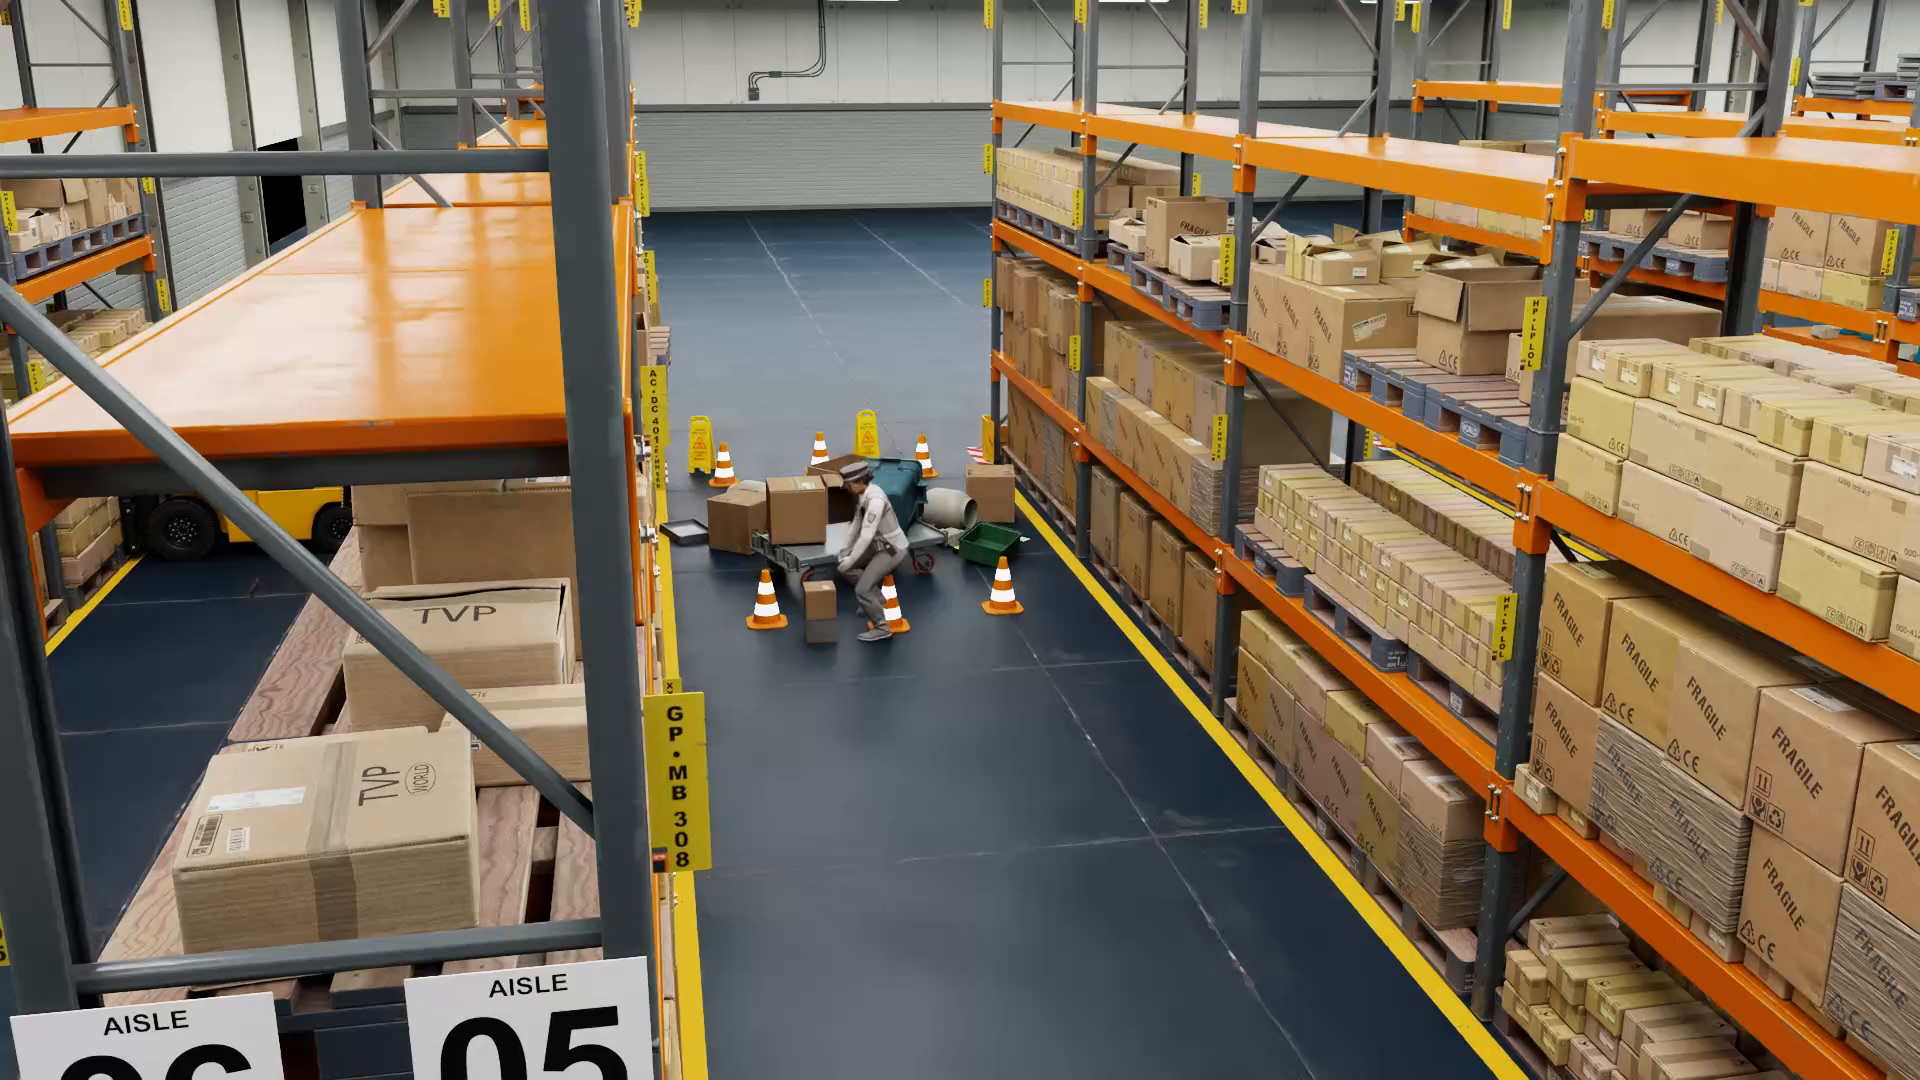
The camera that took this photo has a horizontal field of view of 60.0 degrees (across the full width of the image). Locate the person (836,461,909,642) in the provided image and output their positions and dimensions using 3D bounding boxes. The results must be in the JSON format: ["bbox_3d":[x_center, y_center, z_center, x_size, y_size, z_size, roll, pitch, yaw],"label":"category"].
[{"bbox_3d":[-0.719,0.084,13.579,0.609,1.484,0.533,-3,17,-10],"label":"person"}]
